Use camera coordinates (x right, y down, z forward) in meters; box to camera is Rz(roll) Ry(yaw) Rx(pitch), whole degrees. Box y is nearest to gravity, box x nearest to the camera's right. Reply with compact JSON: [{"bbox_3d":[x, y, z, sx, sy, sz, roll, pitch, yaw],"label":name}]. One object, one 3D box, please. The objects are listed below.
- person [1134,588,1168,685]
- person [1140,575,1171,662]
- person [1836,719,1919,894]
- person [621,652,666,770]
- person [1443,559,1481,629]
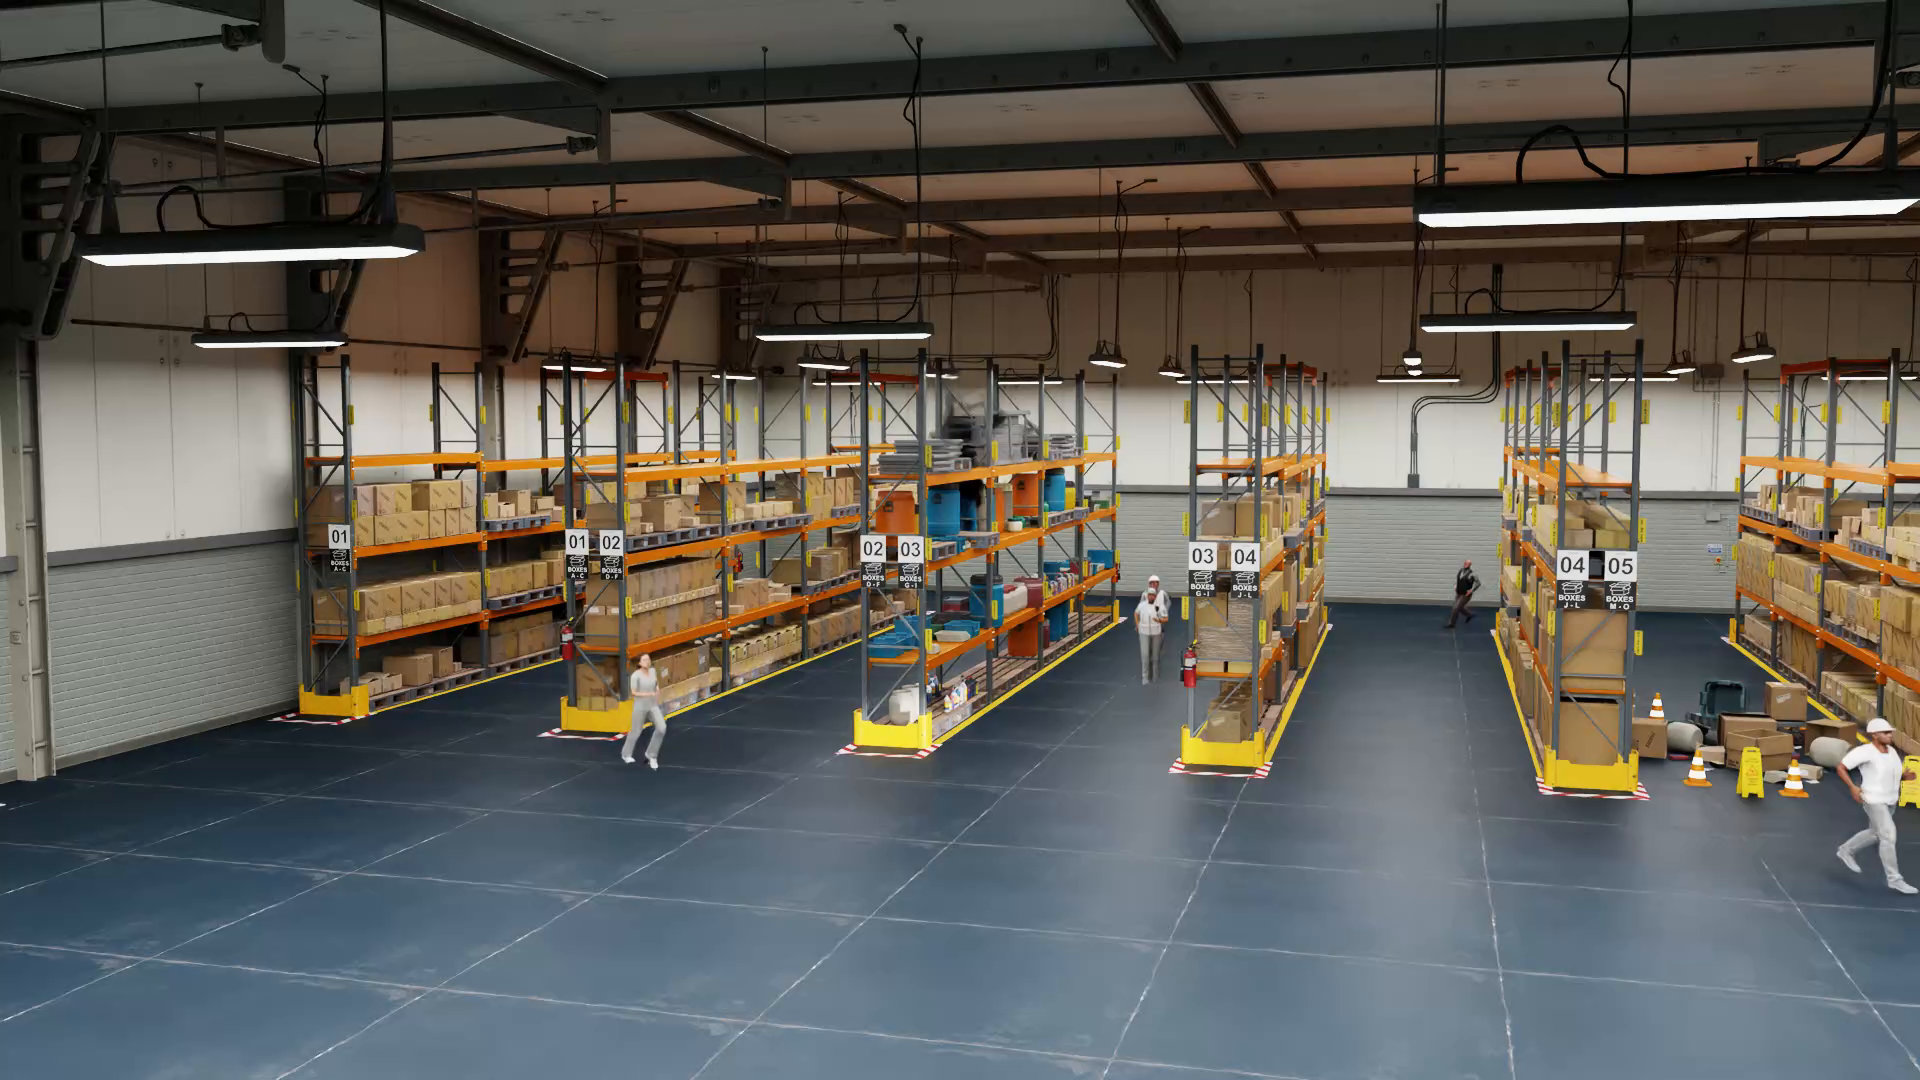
[{"bbox_3d":[3.355,1.687,29.211,0.605,1.701,0.880,1,4,8],"label":"person"},{"bbox_3d":[3.952,1.605,33.657,0.642,1.767,0.647,0,4,5],"label":"person"},{"bbox_3d":[9.746,2.768,17.630,0.700,1.754,0.984,-2,5,-29],"label":"person"},{"bbox_3d":[-4.456,2.402,23.550,0.572,1.672,0.860,-4,6,-42],"label":"person"},{"bbox_3d":[11.873,1.264,38.974,0.882,1.650,0.721,-2,5,-24],"label":"person"}]
